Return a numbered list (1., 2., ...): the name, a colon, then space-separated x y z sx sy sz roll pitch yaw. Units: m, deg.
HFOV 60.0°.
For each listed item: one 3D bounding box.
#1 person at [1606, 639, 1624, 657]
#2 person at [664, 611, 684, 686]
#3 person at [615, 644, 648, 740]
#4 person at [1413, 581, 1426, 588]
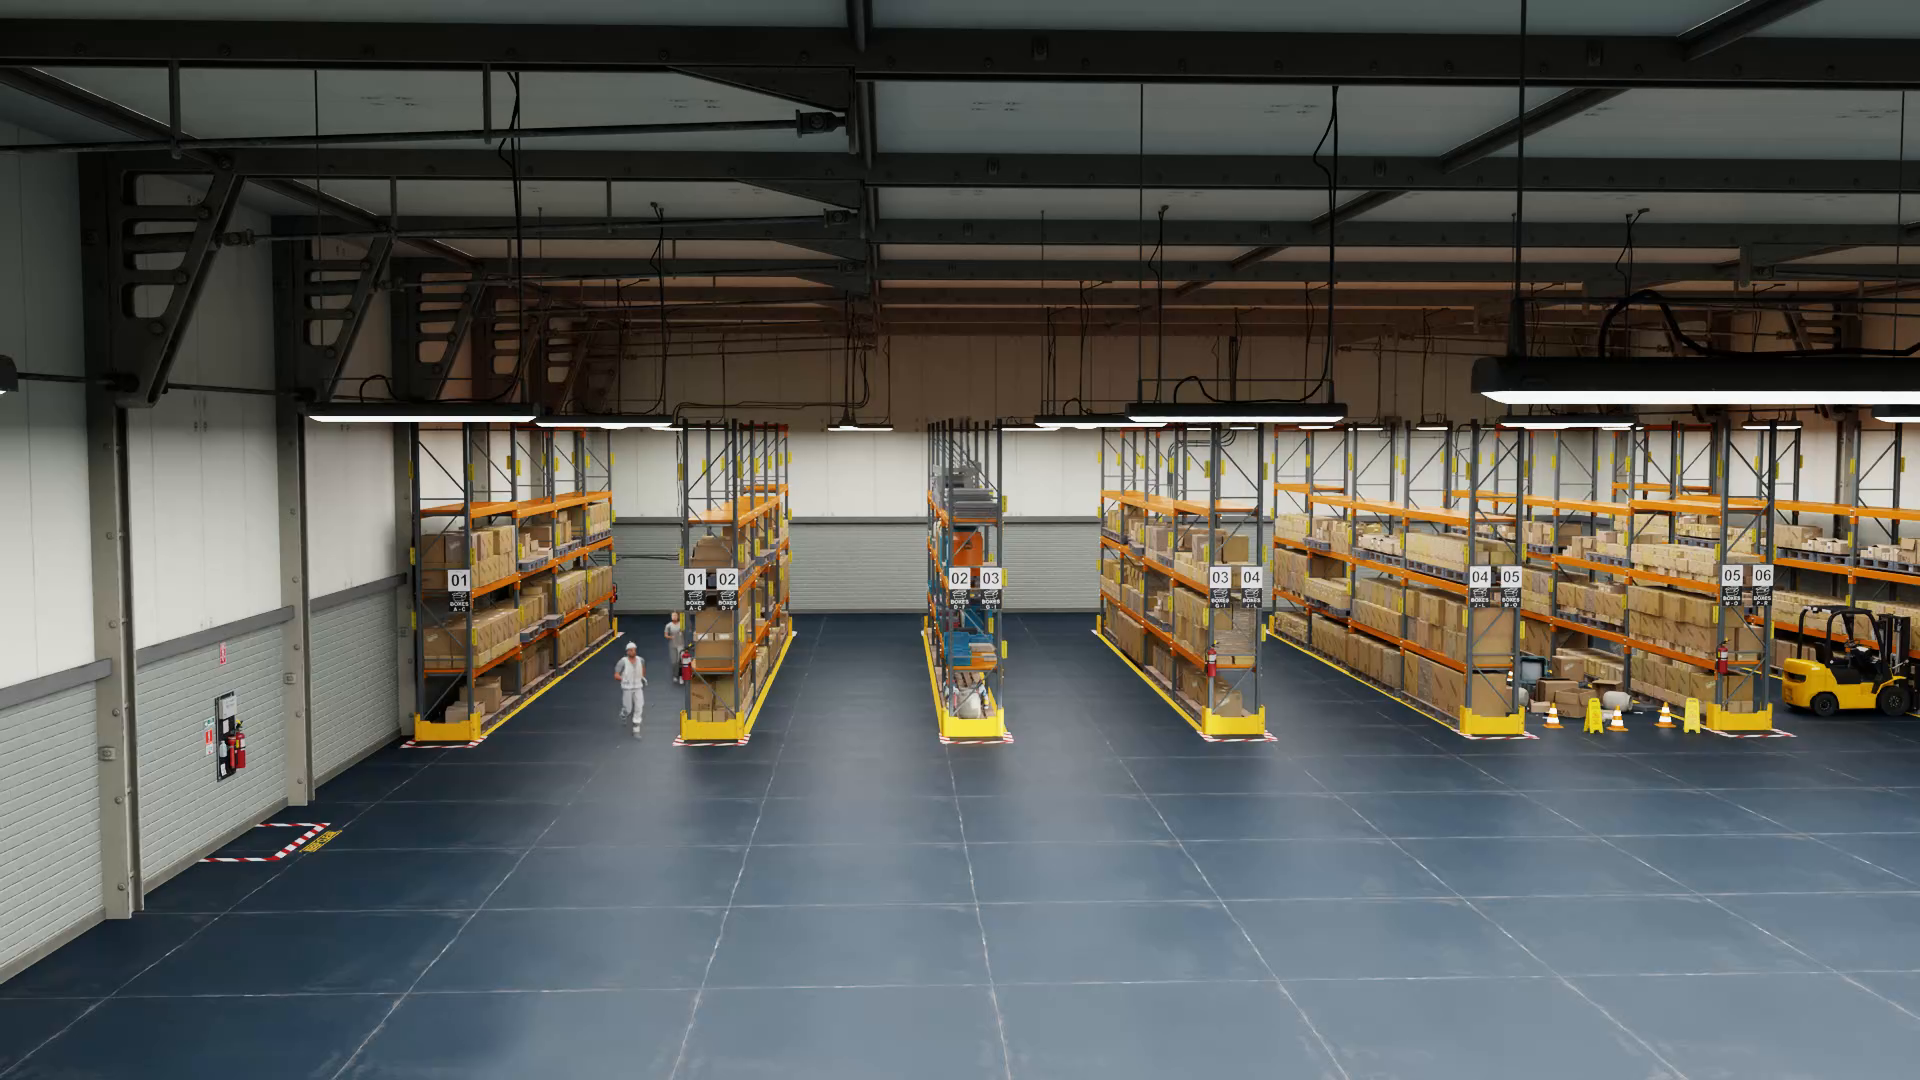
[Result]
1. person: 16.588 2.164 42.083 0.740 1.831 0.779 0 4 -2
2. person: -6.480 2.451 37.959 0.547 1.691 0.725 0 4 -6
3. person: -6.198 2.842 31.443 0.661 1.783 0.847 -2 4 -29
4. person: 13.535 1.693 49.407 0.567 1.730 0.703 1 4 13
